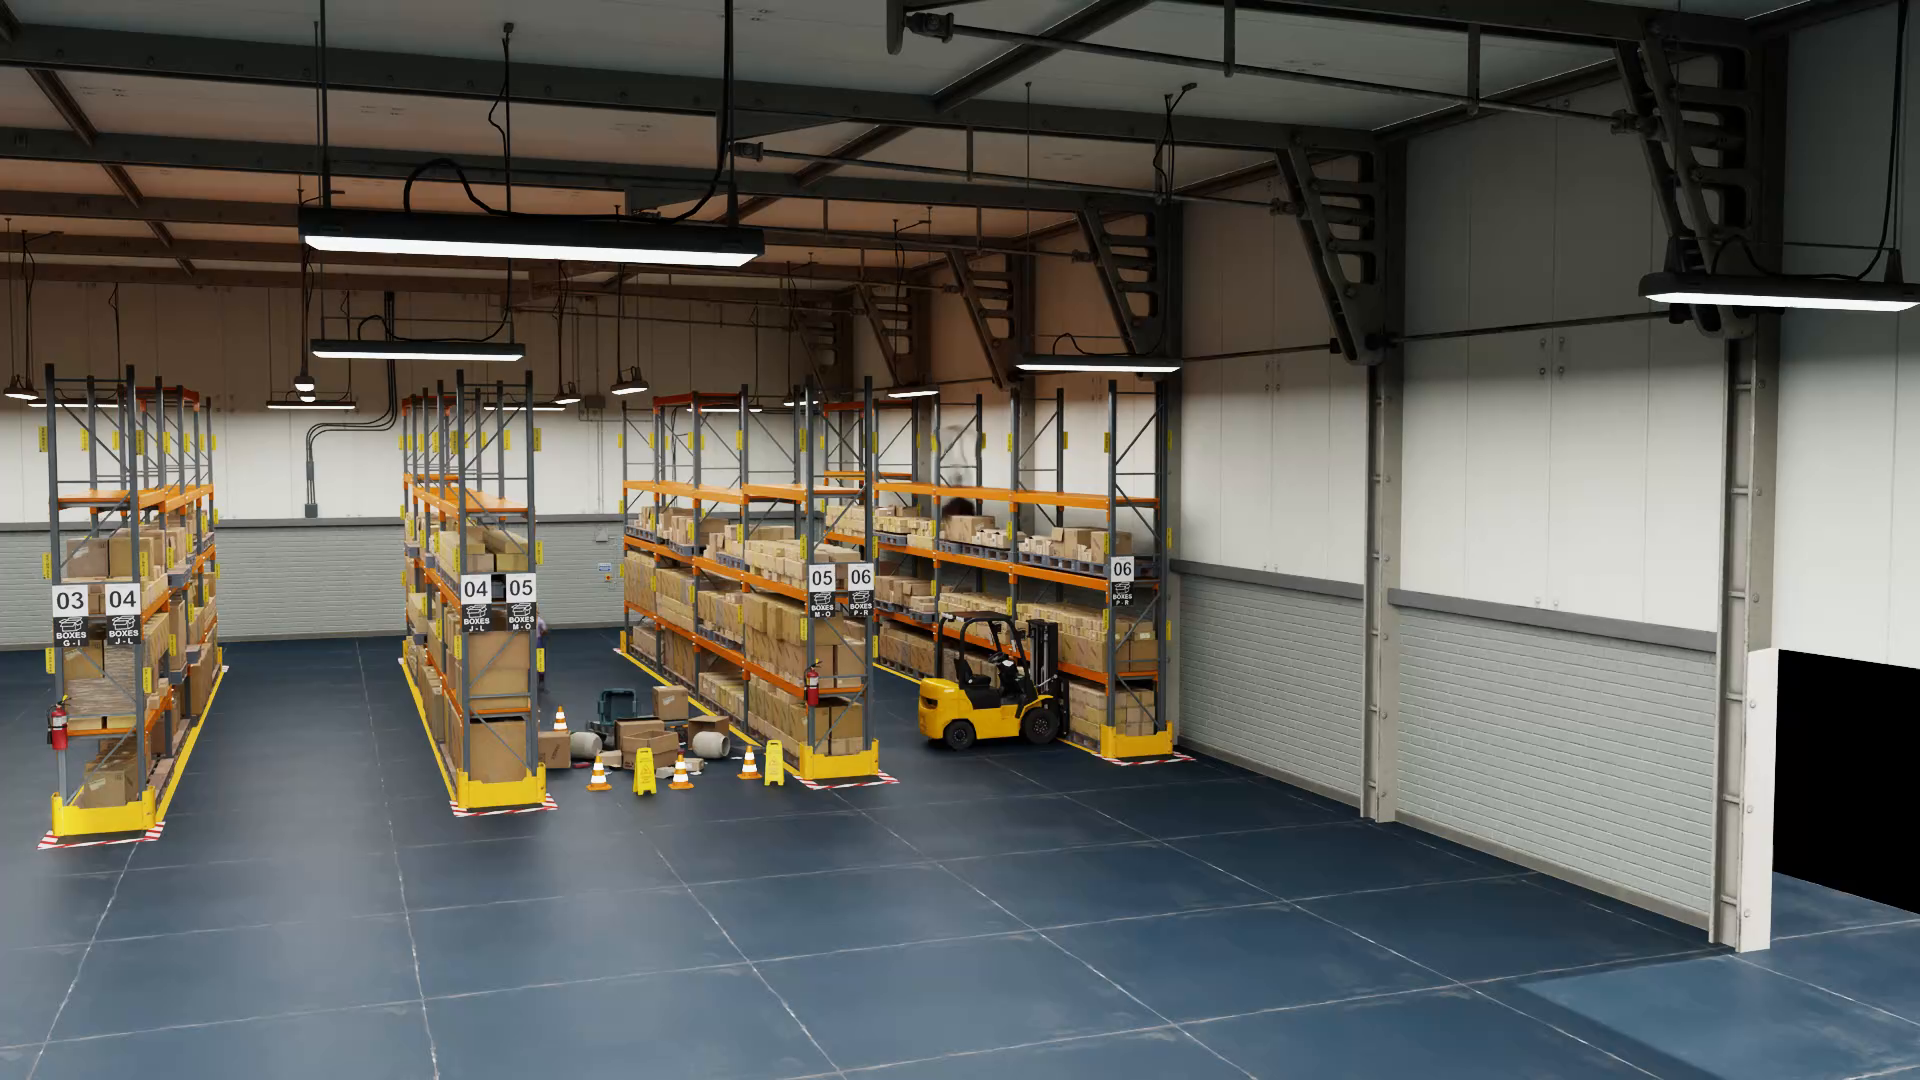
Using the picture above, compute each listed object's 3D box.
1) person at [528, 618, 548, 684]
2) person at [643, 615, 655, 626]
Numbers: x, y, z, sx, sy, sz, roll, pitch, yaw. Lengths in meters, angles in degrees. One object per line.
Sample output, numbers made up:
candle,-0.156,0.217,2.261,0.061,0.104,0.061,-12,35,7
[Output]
person,-8.805,2.200,34.254,0.616,1.649,0.795,-1,3,-15
person,-7.528,1.761,40.961,0.779,1.739,0.754,0,3,5
